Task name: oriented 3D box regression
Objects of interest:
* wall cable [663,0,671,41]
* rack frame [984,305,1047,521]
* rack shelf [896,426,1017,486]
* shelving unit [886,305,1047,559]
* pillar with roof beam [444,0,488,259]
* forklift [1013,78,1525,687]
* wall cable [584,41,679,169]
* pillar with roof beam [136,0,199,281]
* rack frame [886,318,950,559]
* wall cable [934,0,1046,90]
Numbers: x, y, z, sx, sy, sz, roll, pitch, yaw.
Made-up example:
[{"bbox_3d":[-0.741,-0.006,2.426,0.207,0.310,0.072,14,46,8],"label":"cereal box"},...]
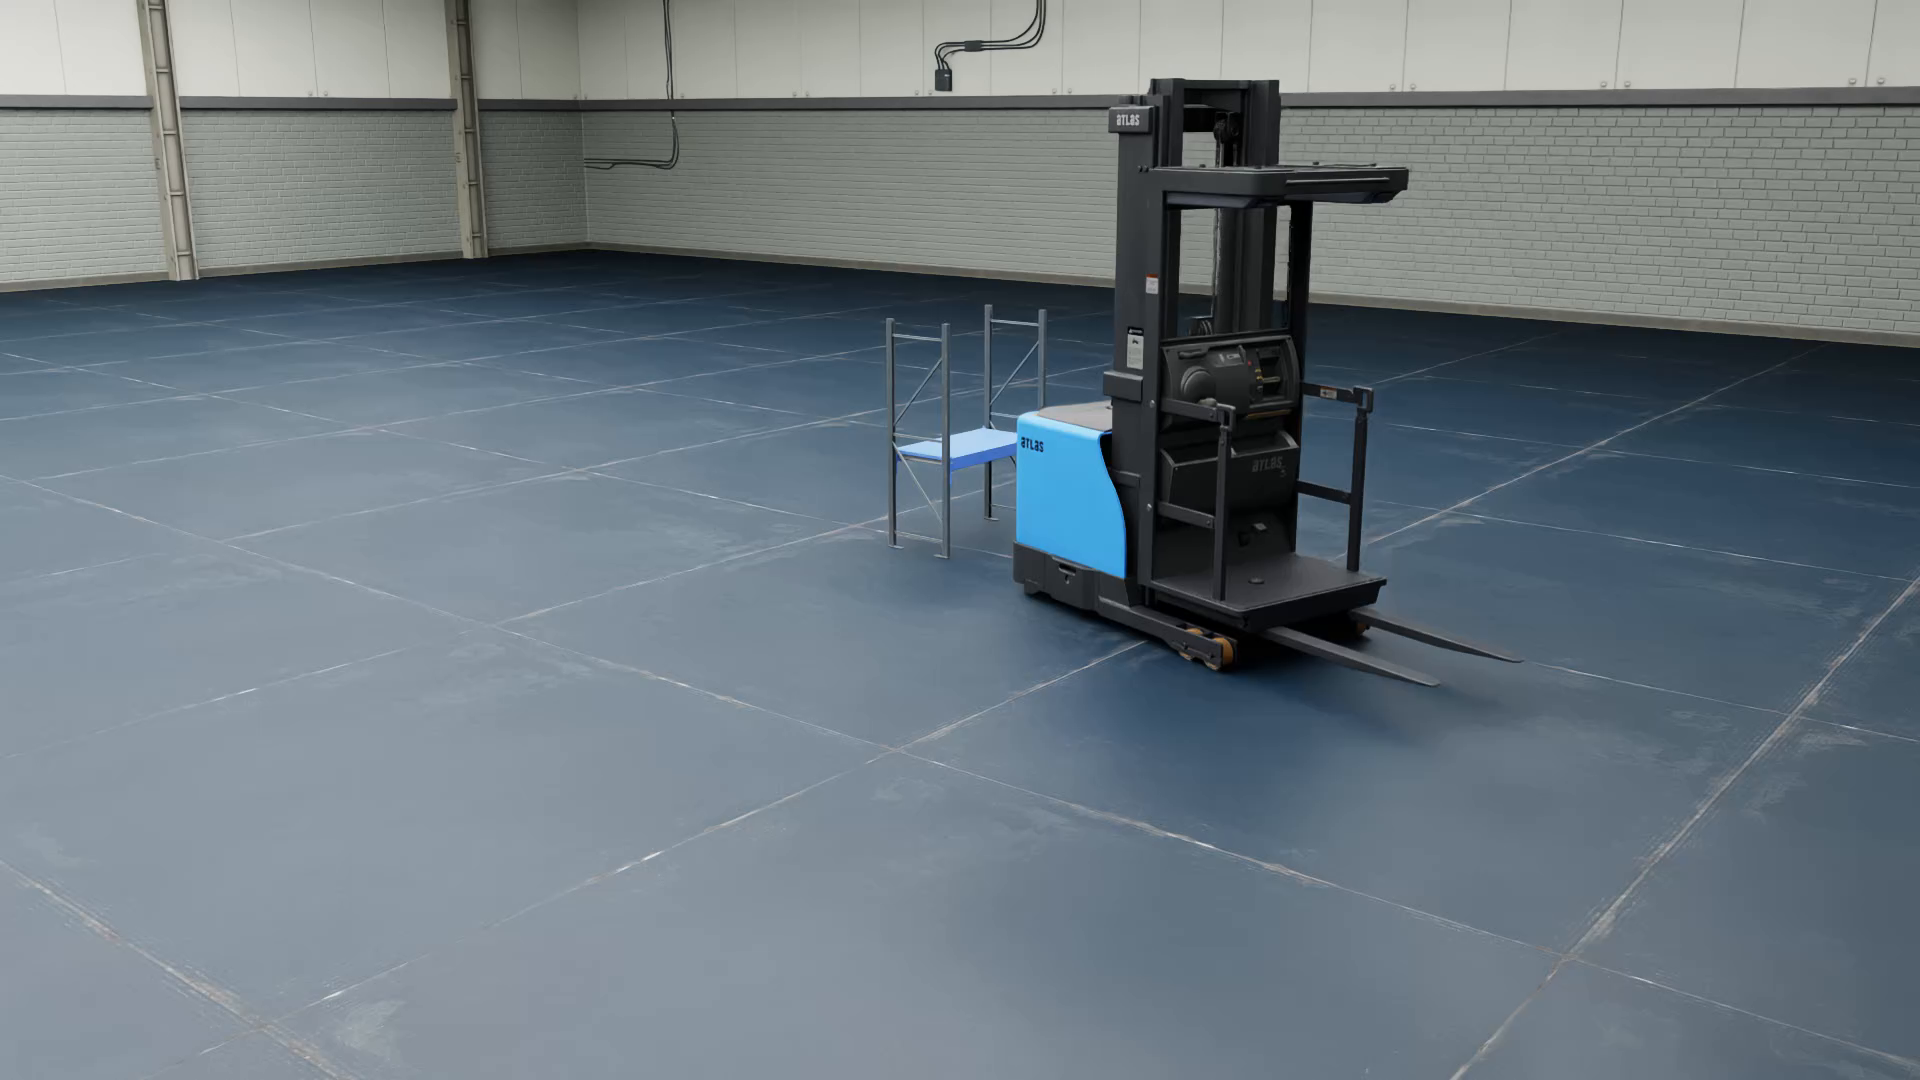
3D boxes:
[{"bbox_3d":[-4.790,-10.941,31.966,3.097,2.526,0.112,11,18,38],"label":"wall cable"},{"bbox_3d":[0.373,-0.841,11.386,0.500,1.500,0.032,11,18,38],"label":"rack frame"},{"bbox_3d":[0.054,-0.569,11.047,0.538,0.185,1.000,11,18,38],"label":"rack shelf"},{"bbox_3d":[0.054,-0.743,11.003,0.538,1.500,1.048,11,18,38],"label":"shelving unit"},{"bbox_3d":[-6.426,-9.392,29.816,9.100,9.000,0.400,11,18,38],"label":"pillar with roof beam"},{"bbox_3d":[1.570,-0.891,8.676,1.130,2.935,3.031,-10,17,-34],"label":"forklift"},{"bbox_3d":[-6.894,-8.912,34.236,3.097,2.526,0.112,11,18,38],"label":"wall cable"},{"bbox_3d":[-10.197,-8.243,25.292,9.100,9.000,0.400,11,18,38],"label":"pillar with roof beam"},{"bbox_3d":[-0.266,-0.646,10.619,0.500,1.500,0.032,11,18,38],"label":"rack frame"},{"bbox_3d":[0.480,-10.593,27.640,2.305,6.003,0.169,11,18,38],"label":"wall cable"}]
